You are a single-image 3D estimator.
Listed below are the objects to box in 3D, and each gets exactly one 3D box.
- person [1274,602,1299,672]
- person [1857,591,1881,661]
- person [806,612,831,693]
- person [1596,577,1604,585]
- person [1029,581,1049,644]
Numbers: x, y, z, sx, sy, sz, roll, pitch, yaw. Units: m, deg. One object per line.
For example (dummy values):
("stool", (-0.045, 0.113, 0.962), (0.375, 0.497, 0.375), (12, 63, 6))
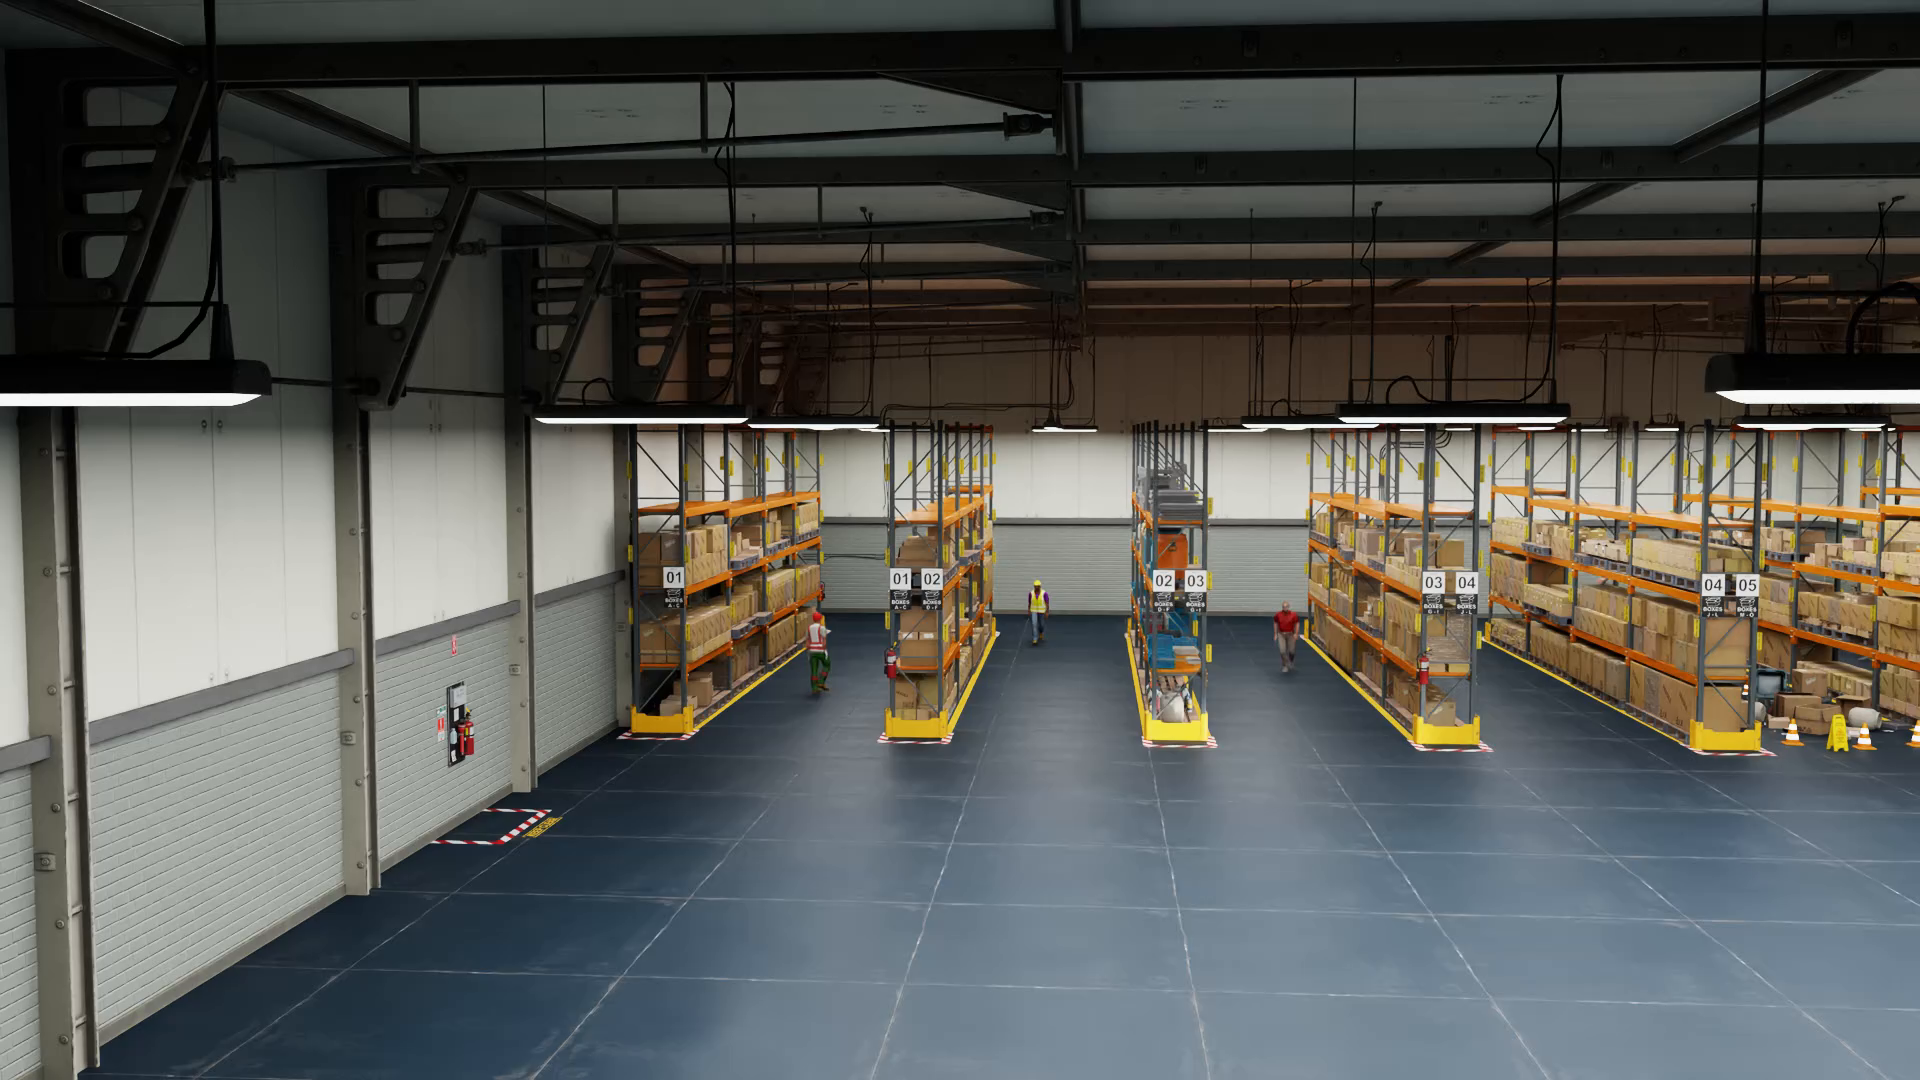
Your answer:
("person", (7.928, 2.327, 40.317), (0.598, 1.707, 0.632), (1, 4, 15))
("person", (23.060, 2.181, 41.997), (0.536, 1.791, 0.532), (-1, 4, -20))
("person", (-3.157, 2.485, 36.867), (0.572, 1.773, 0.495), (1, 4, 18))
("person", (18.157, 1.894, 46.908), (0.687, 1.708, 0.552), (1, 4, 15))
("person", (2.166, 1.966, 45.713), (0.565, 1.725, 0.979), (0, 4, 1))
